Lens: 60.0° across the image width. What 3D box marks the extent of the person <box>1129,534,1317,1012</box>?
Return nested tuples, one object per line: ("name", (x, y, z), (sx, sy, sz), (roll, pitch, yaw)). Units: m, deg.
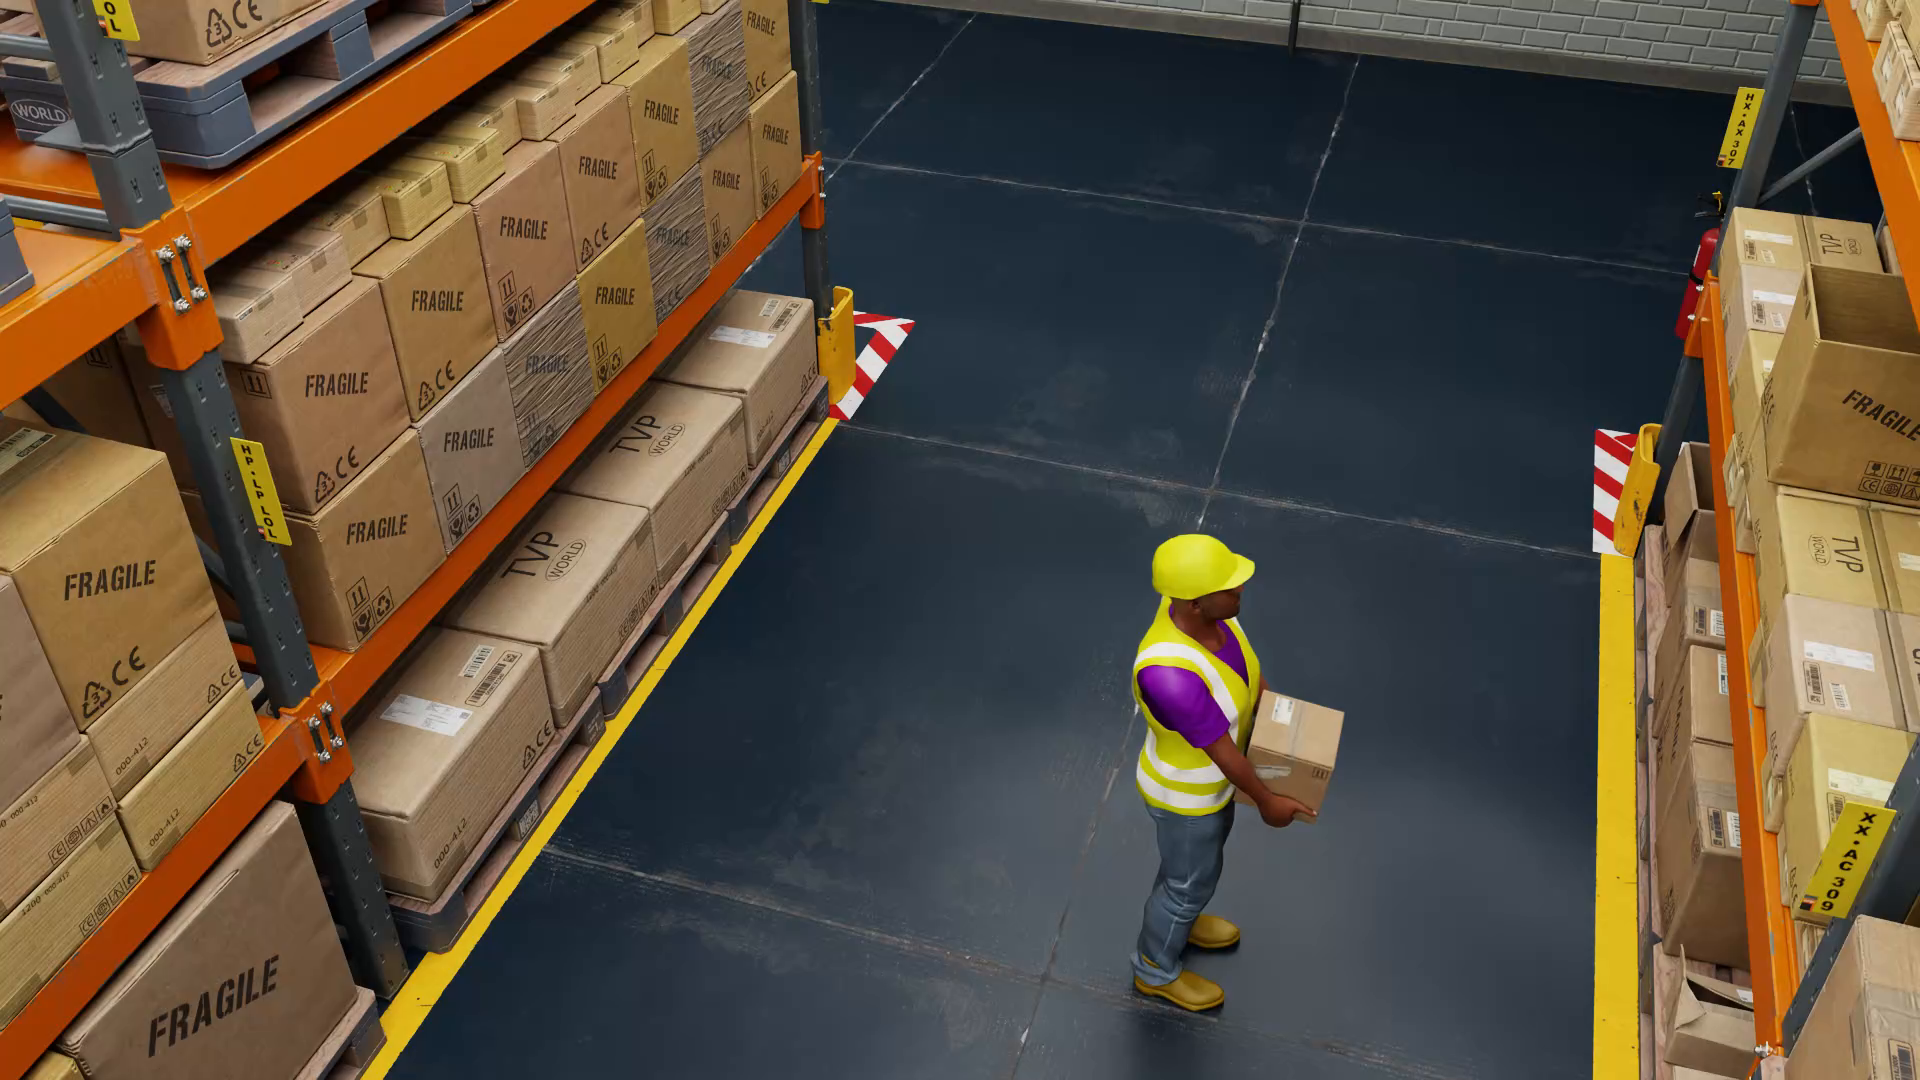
("person", (0.822, 0.736, 5.152), (0.587, 1.761, 0.502), (11, 38, 14))
